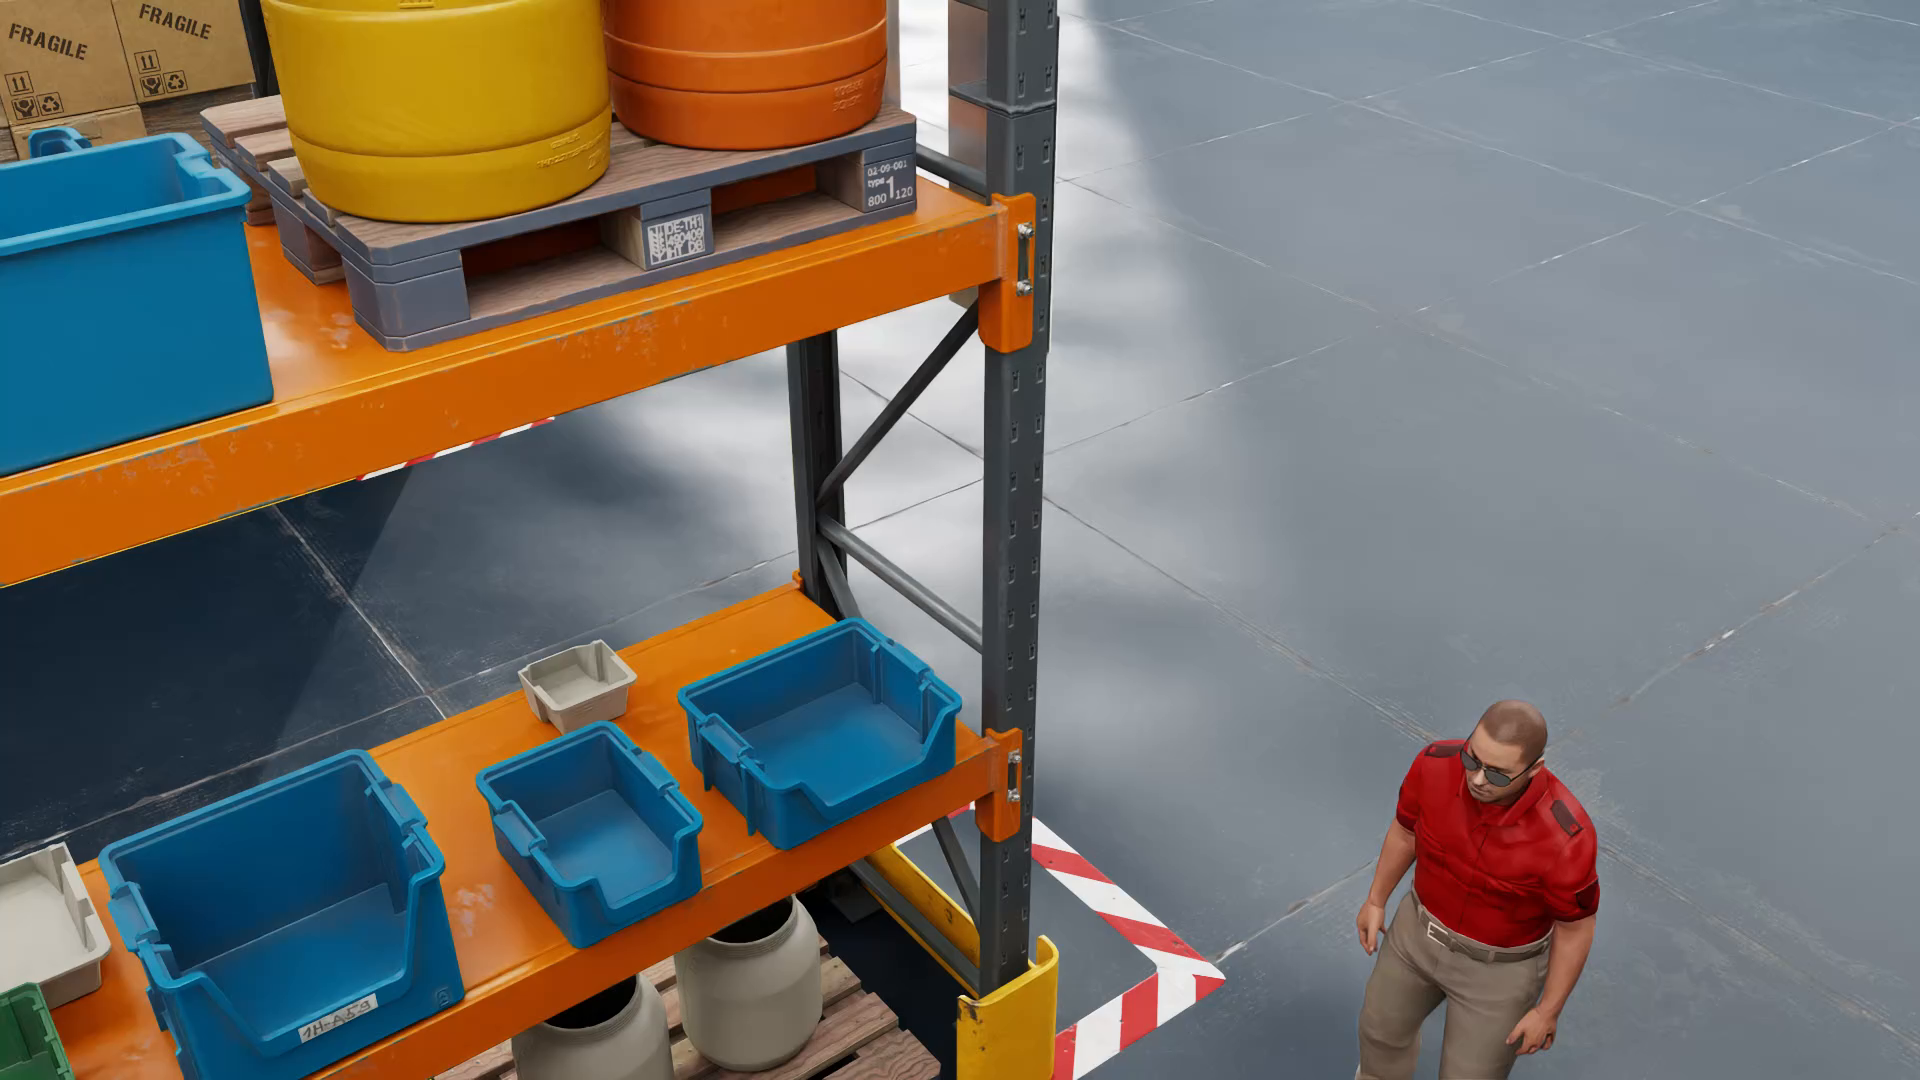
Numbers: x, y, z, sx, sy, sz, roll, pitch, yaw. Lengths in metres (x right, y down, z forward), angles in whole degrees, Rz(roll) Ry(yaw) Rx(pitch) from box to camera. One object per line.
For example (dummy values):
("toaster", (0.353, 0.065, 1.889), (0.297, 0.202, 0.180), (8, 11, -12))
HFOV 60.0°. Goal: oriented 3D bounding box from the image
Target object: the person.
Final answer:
("person", (1.324, 1.094, 4.396), (0.387, 1.727, 0.606), (-25, 40, -34))
